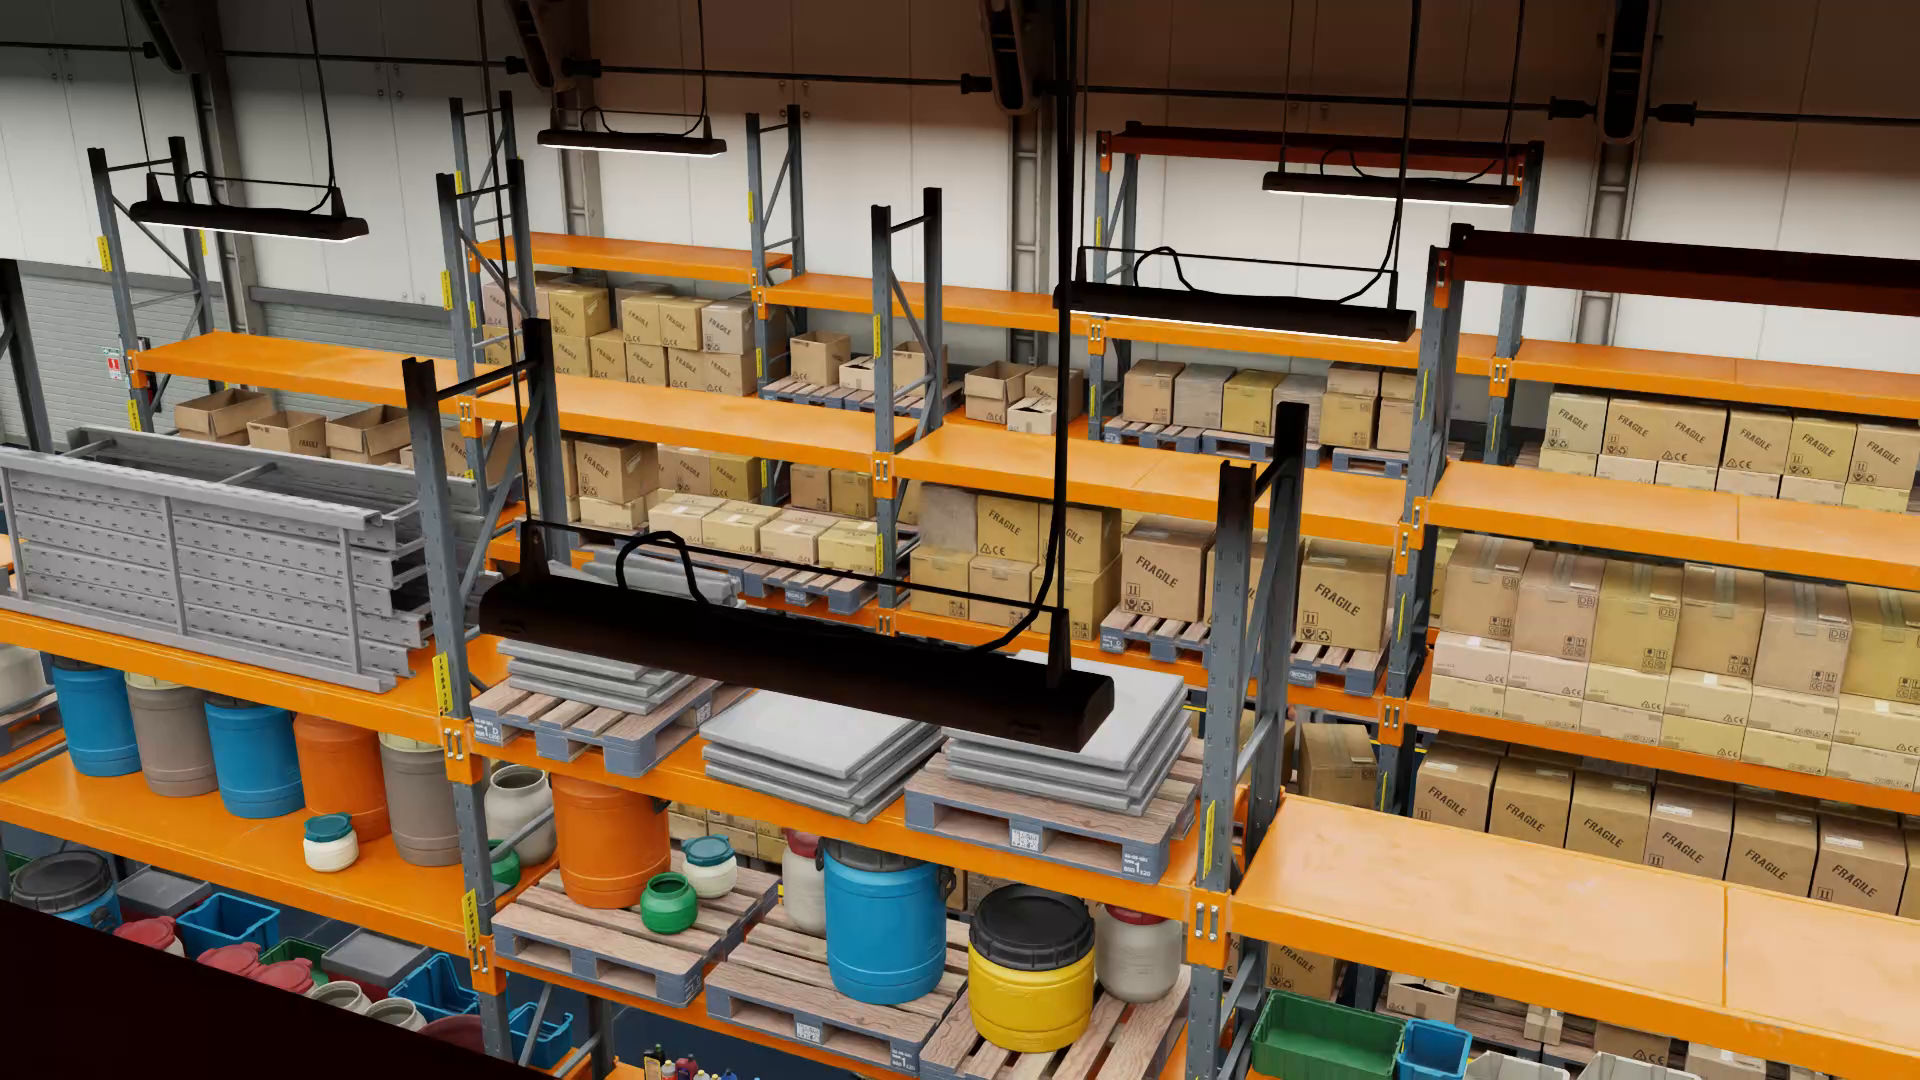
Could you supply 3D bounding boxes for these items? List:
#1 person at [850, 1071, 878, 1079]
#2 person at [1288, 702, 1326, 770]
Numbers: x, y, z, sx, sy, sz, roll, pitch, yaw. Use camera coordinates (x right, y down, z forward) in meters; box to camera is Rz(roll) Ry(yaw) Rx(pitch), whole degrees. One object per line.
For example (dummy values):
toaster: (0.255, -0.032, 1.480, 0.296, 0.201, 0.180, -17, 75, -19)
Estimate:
person: (-0.380, 3.252, 11.612, 1.084, 1.651, 0.560, 10, 23, 25)
person: (3.336, 1.588, 16.104, 0.479, 1.672, 0.490, -11, 23, -26)
